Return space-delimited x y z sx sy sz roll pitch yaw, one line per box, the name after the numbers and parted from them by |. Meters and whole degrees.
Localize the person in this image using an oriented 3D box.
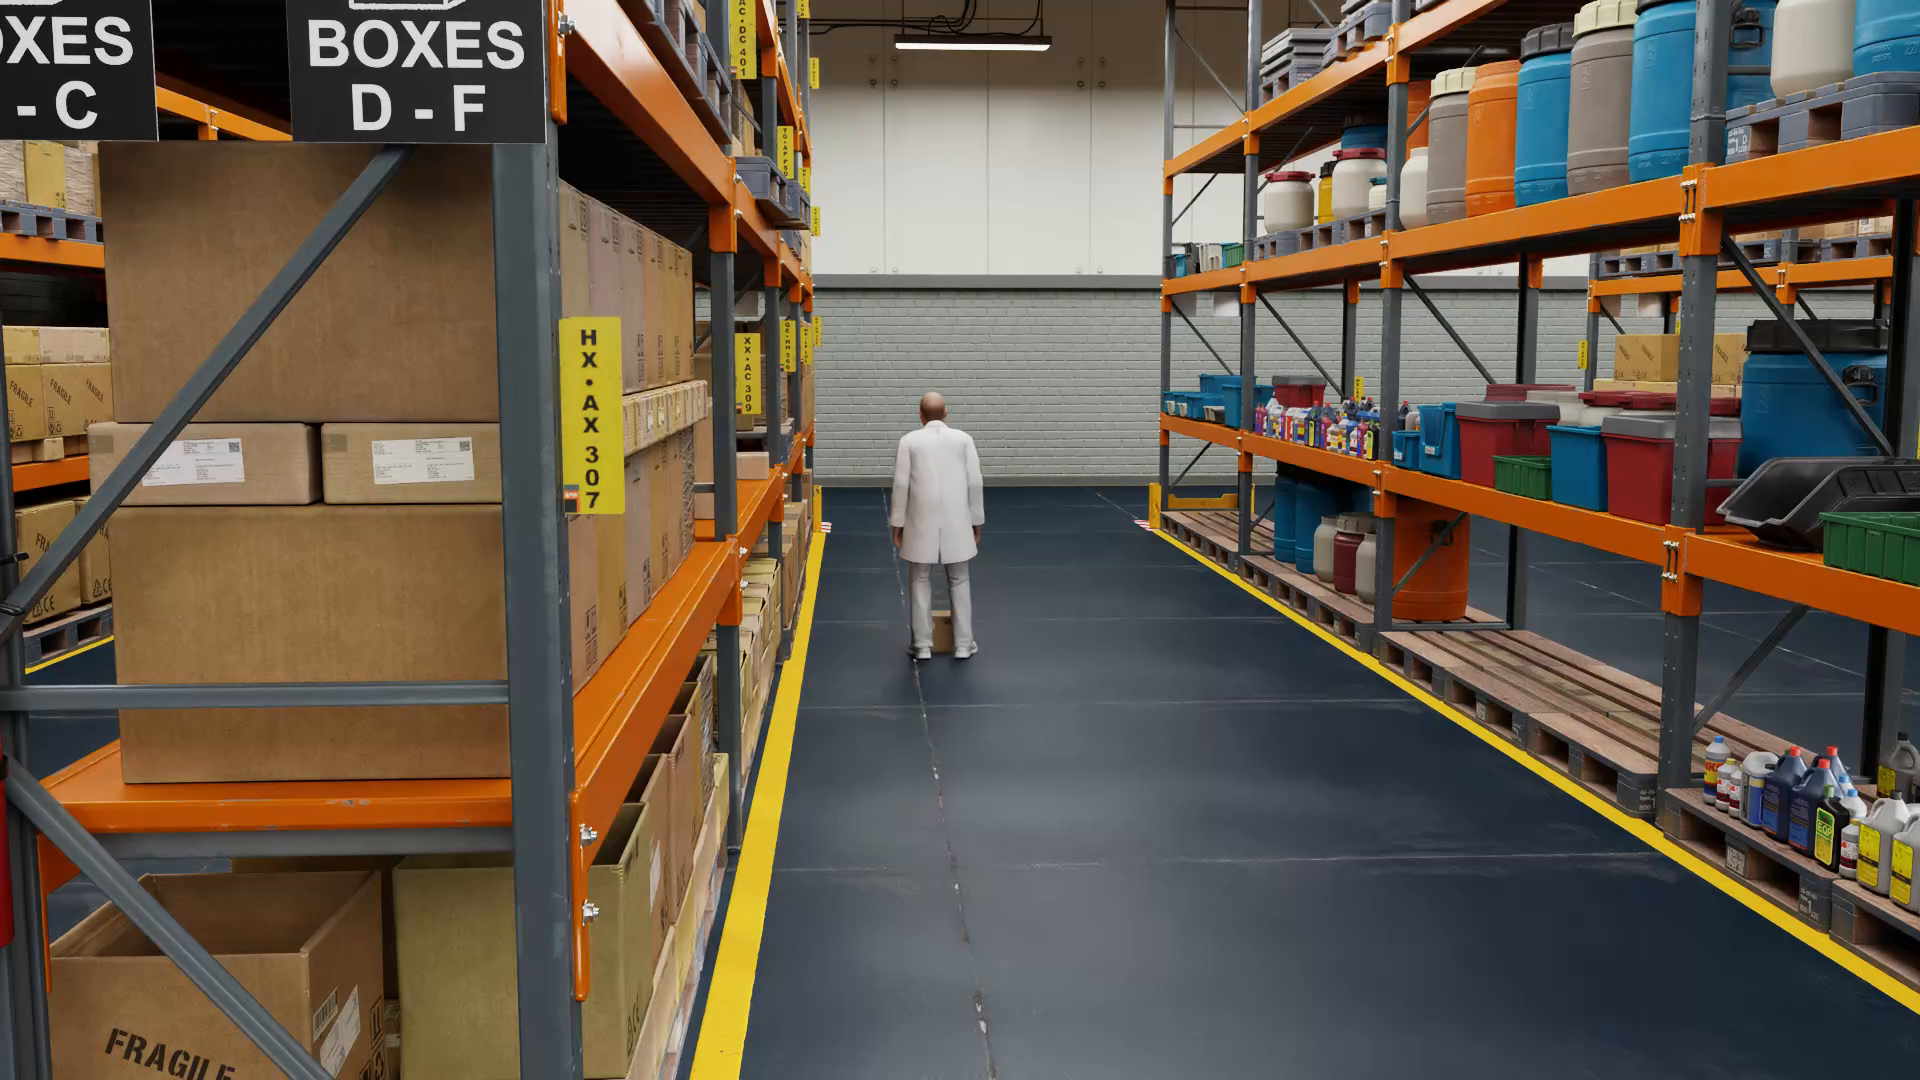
-0.155 -0.098 11.139 0.643 1.772 0.432 -1 7 -6 | person
